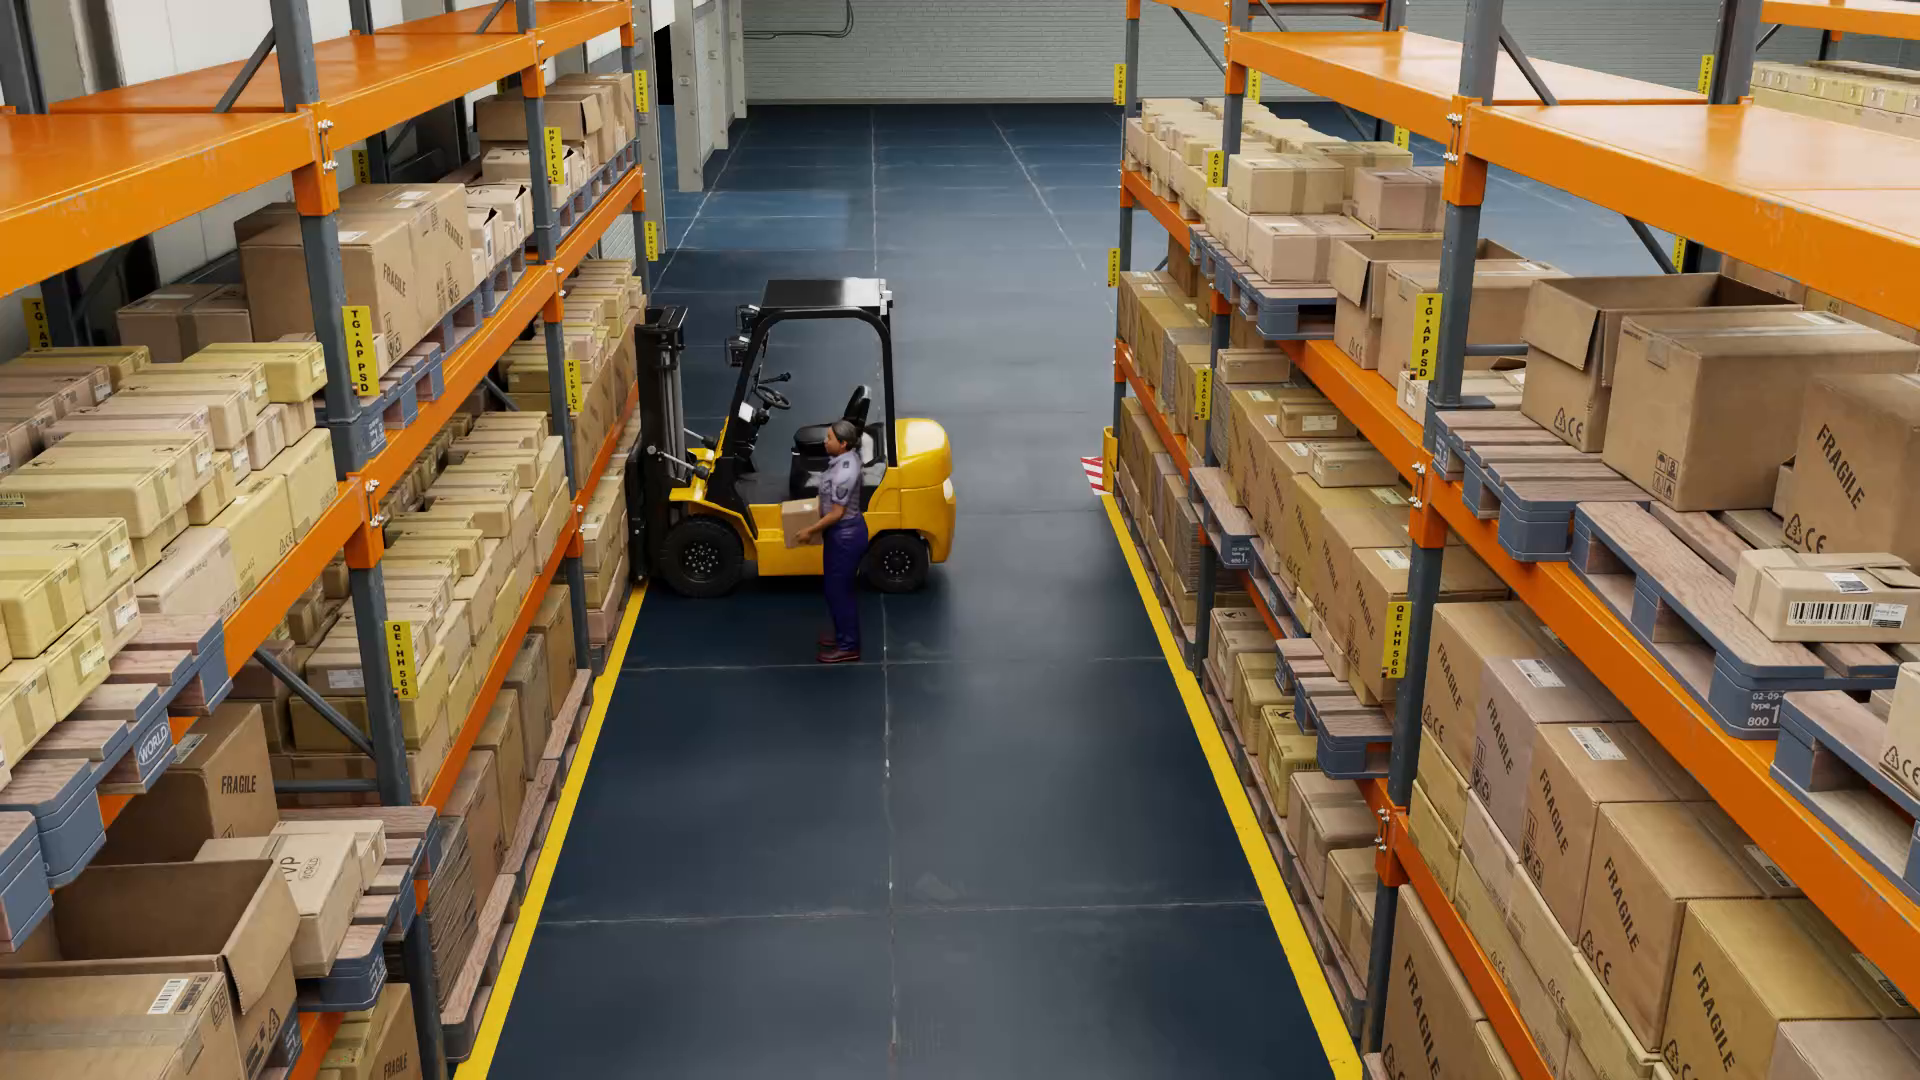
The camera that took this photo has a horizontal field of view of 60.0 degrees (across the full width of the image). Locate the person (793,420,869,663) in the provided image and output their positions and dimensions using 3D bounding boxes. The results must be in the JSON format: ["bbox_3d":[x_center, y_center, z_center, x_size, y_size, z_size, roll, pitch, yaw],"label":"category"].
[{"bbox_3d":[-0.859,-0.007,11.109,0.497,1.652,0.480,-1,21,-3],"label":"person"}]
